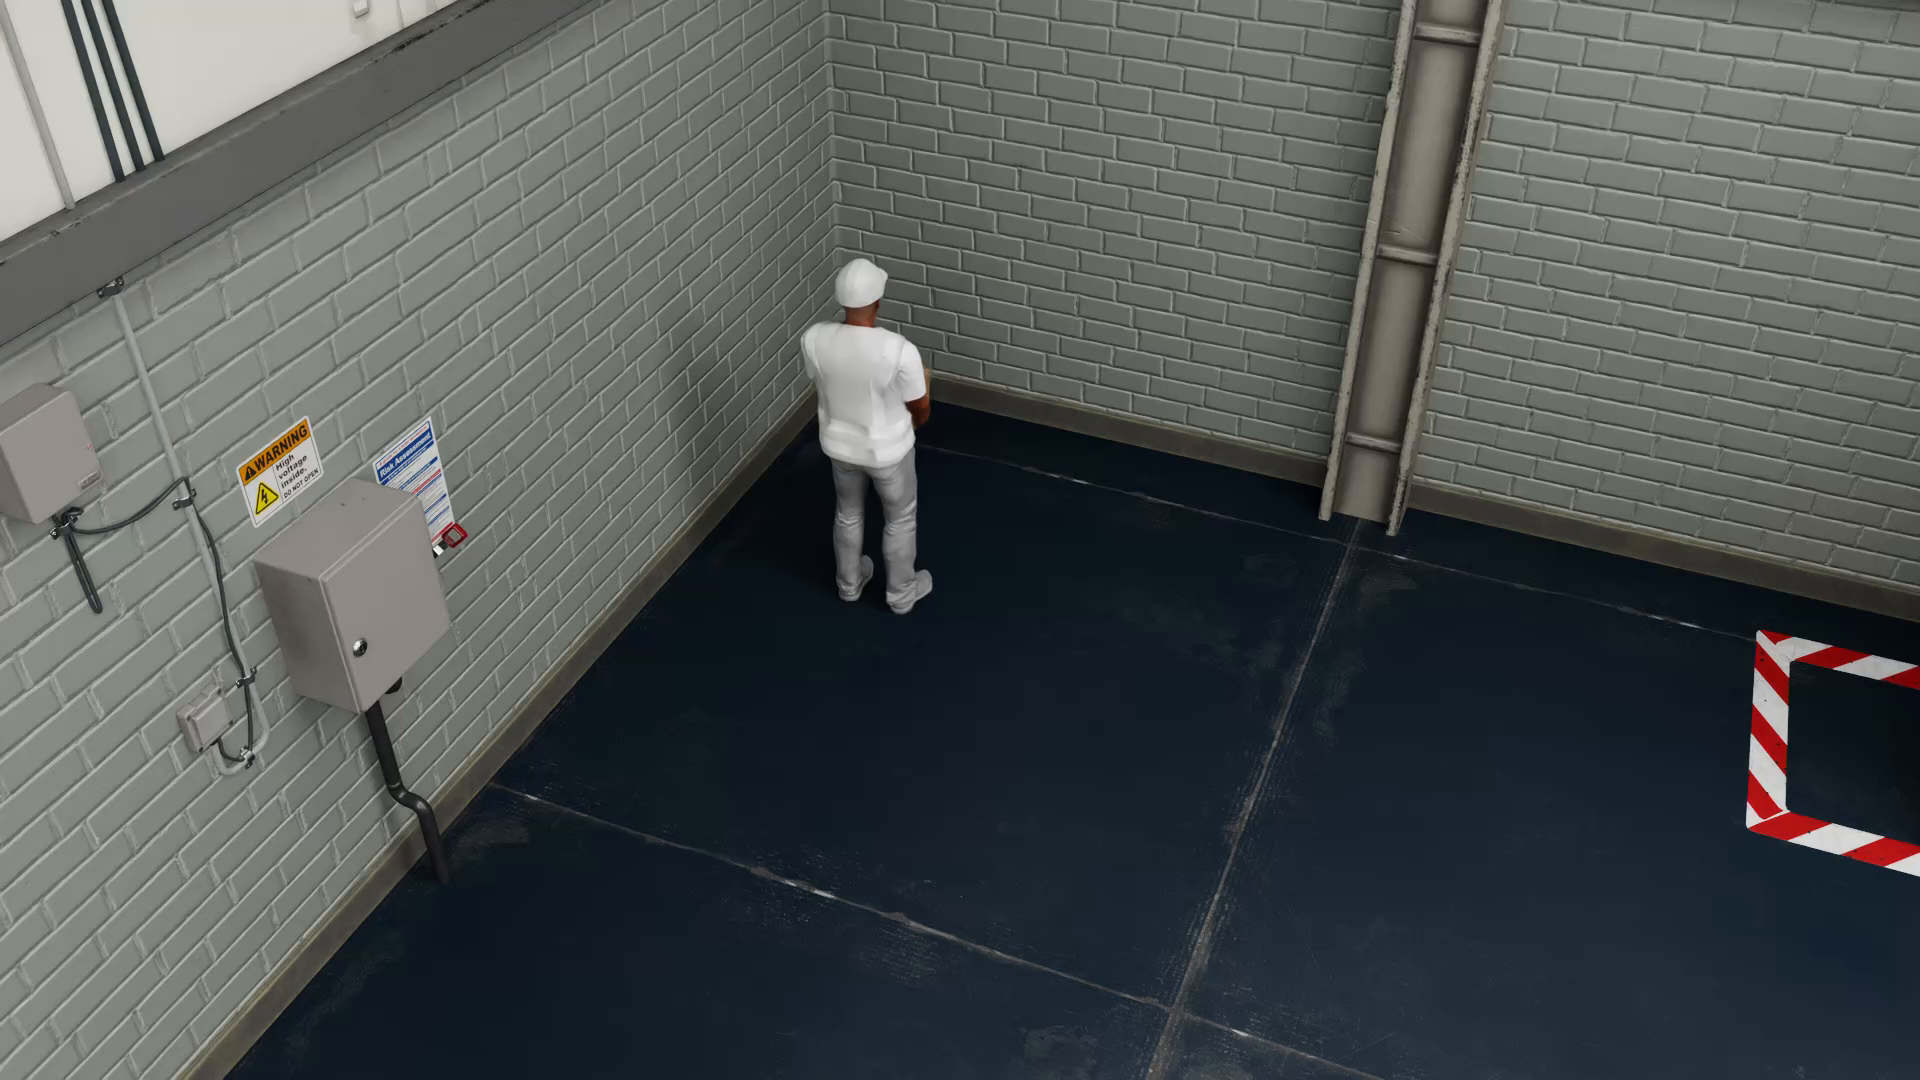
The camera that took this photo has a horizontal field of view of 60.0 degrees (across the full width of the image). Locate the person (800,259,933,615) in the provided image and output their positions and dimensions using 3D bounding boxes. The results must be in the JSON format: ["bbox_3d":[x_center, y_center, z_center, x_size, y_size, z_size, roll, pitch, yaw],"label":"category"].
[{"bbox_3d":[-0.379,-0.482,7.432,0.553,1.769,0.532,14,39,17],"label":"person"}]
